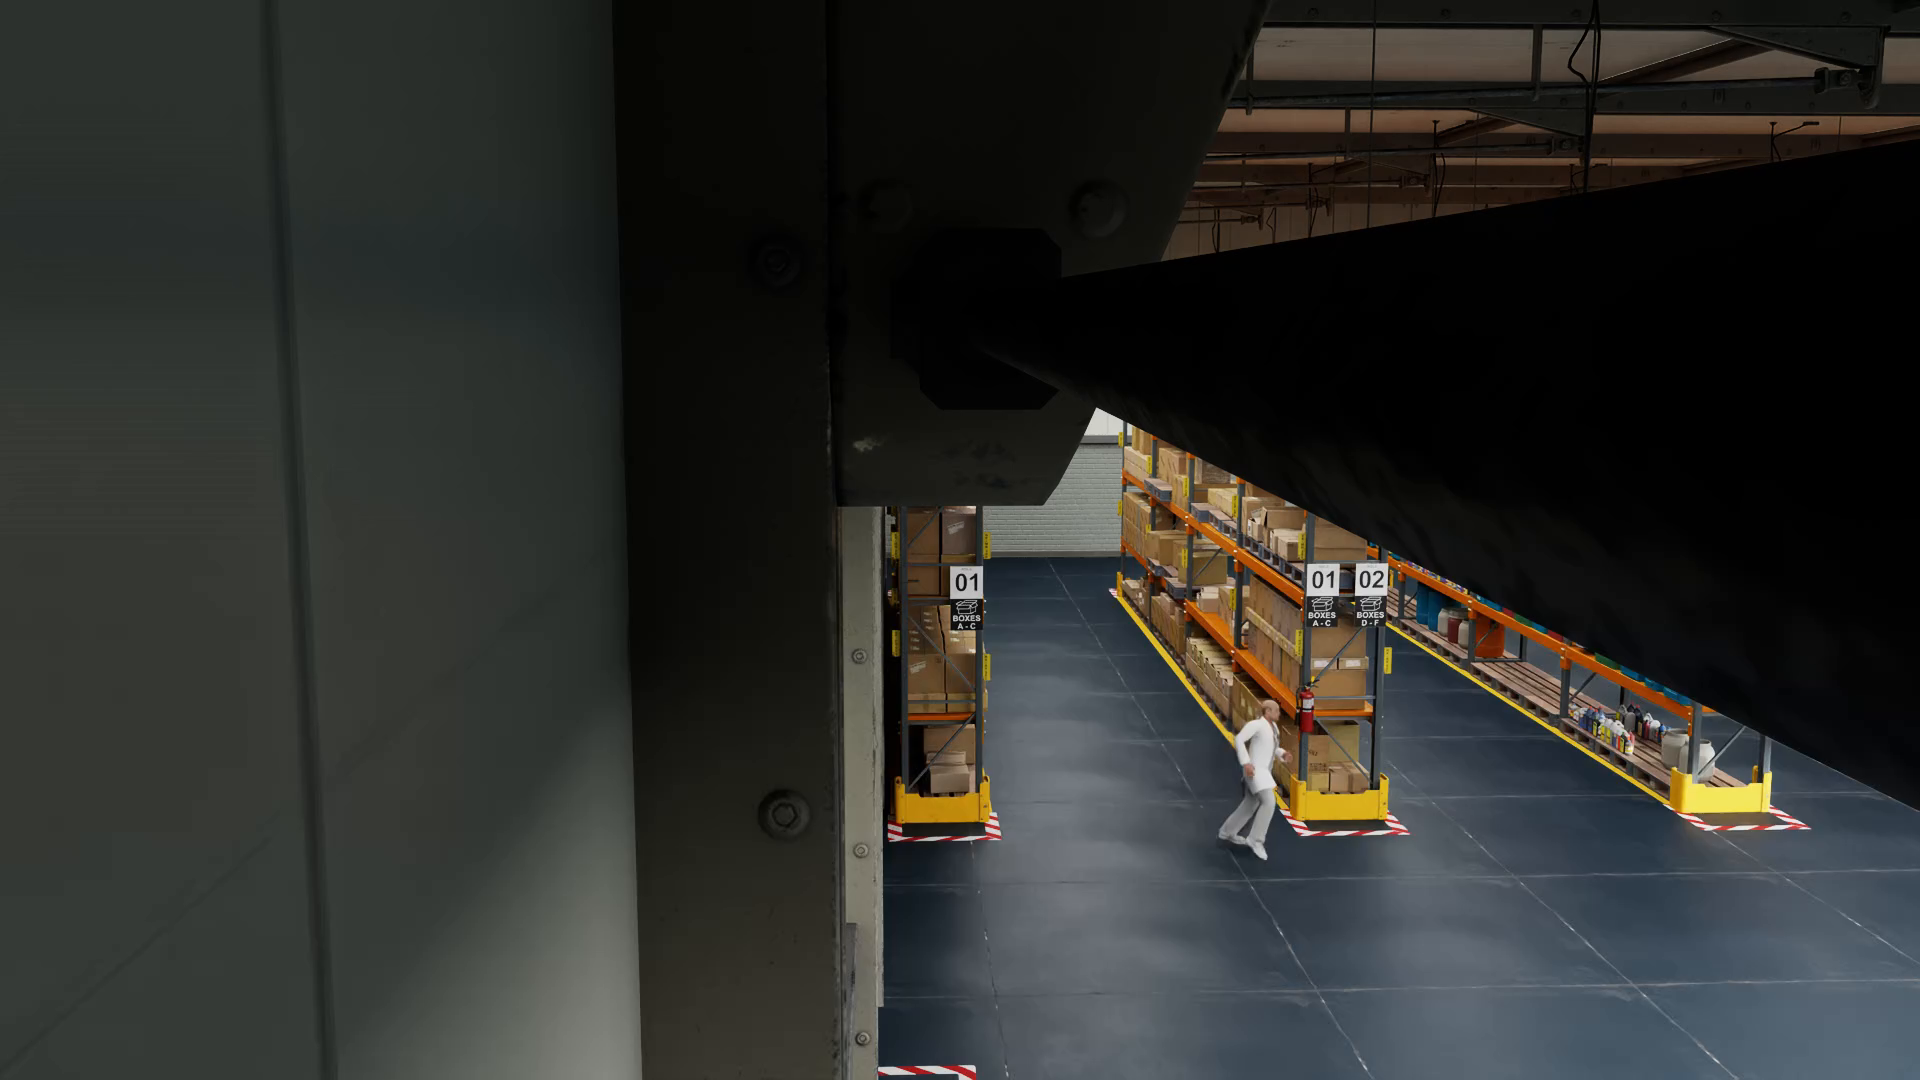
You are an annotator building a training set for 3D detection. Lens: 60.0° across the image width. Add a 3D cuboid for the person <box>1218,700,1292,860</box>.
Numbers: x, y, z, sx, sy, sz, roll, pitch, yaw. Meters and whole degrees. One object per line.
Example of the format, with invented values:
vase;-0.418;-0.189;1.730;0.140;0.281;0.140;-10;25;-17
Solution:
person;3.472;2.756;19.485;0.813;1.757;0.856;5;9;29
